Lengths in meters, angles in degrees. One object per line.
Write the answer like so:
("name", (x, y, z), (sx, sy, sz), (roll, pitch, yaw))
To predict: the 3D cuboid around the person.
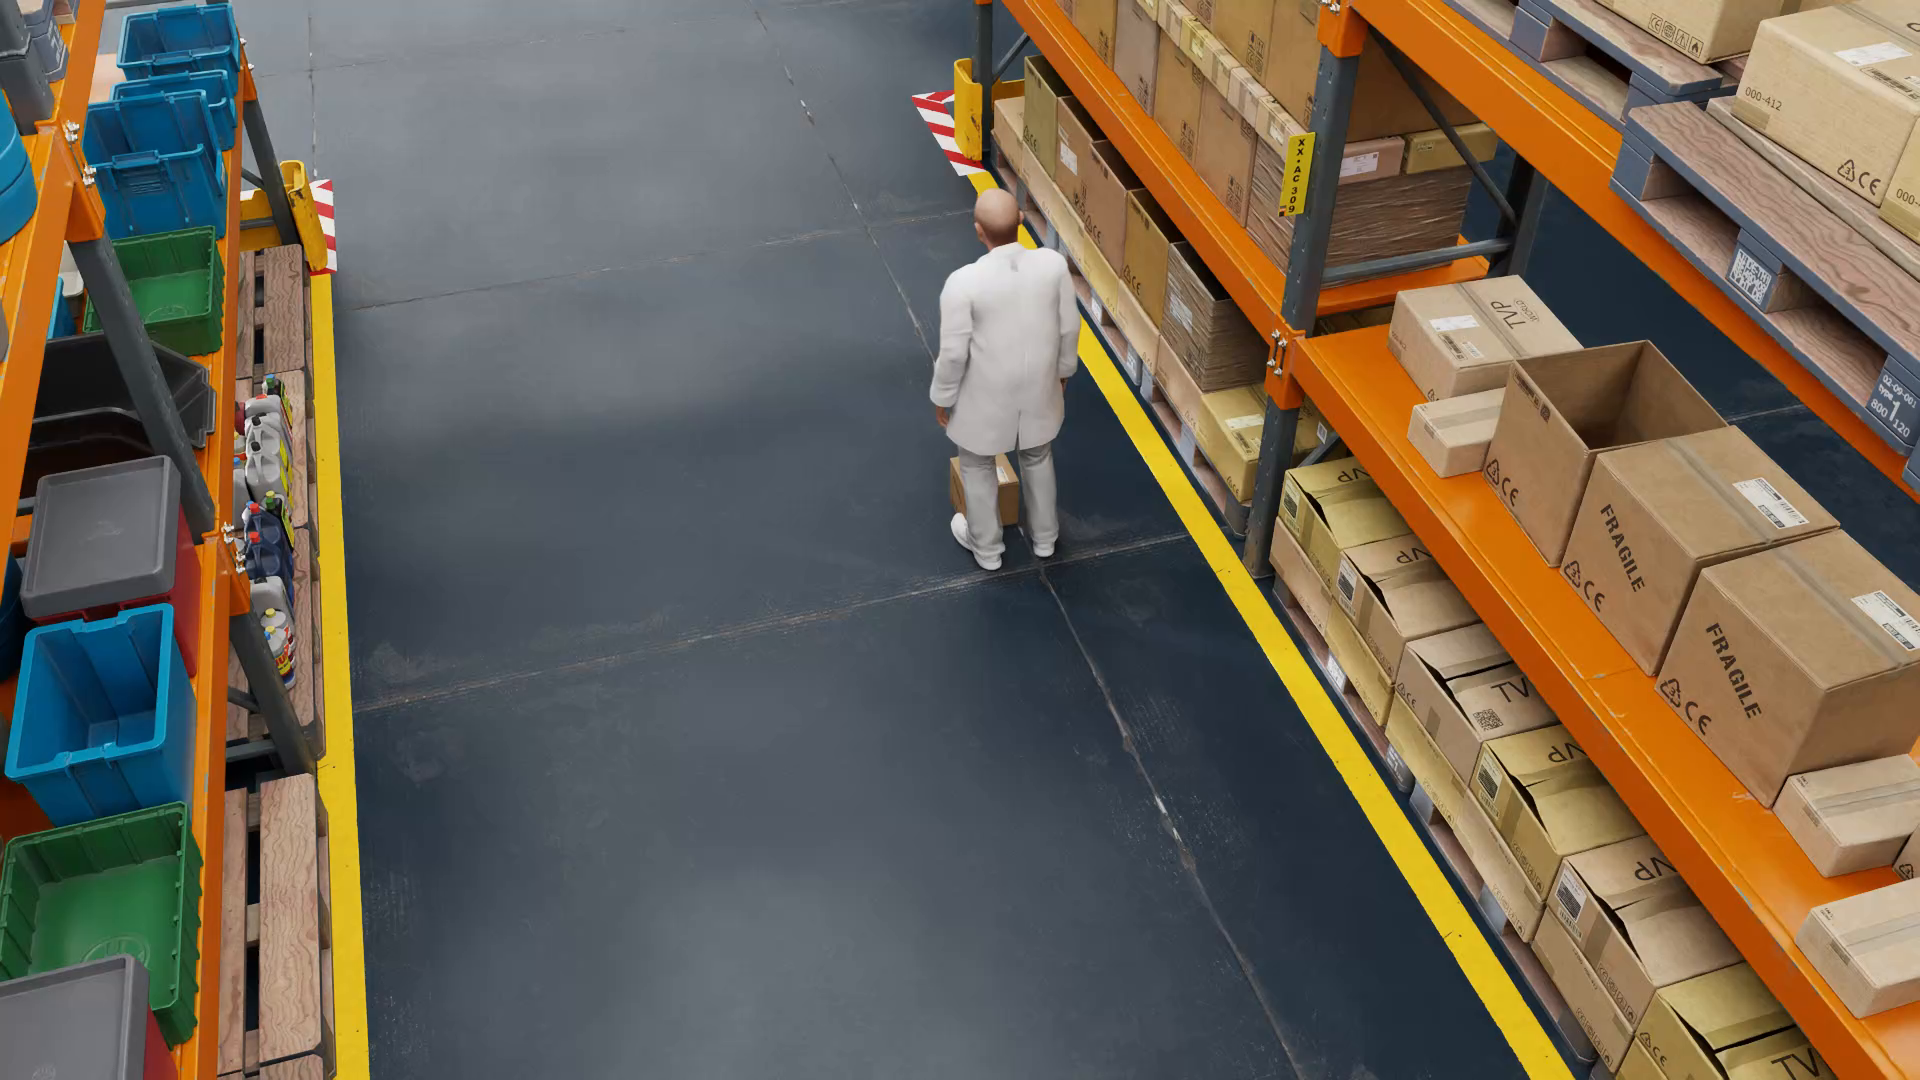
("person", (0.181, -0.640, 6.891), (0.649, 1.772, 0.429), (-14, 44, -15))
